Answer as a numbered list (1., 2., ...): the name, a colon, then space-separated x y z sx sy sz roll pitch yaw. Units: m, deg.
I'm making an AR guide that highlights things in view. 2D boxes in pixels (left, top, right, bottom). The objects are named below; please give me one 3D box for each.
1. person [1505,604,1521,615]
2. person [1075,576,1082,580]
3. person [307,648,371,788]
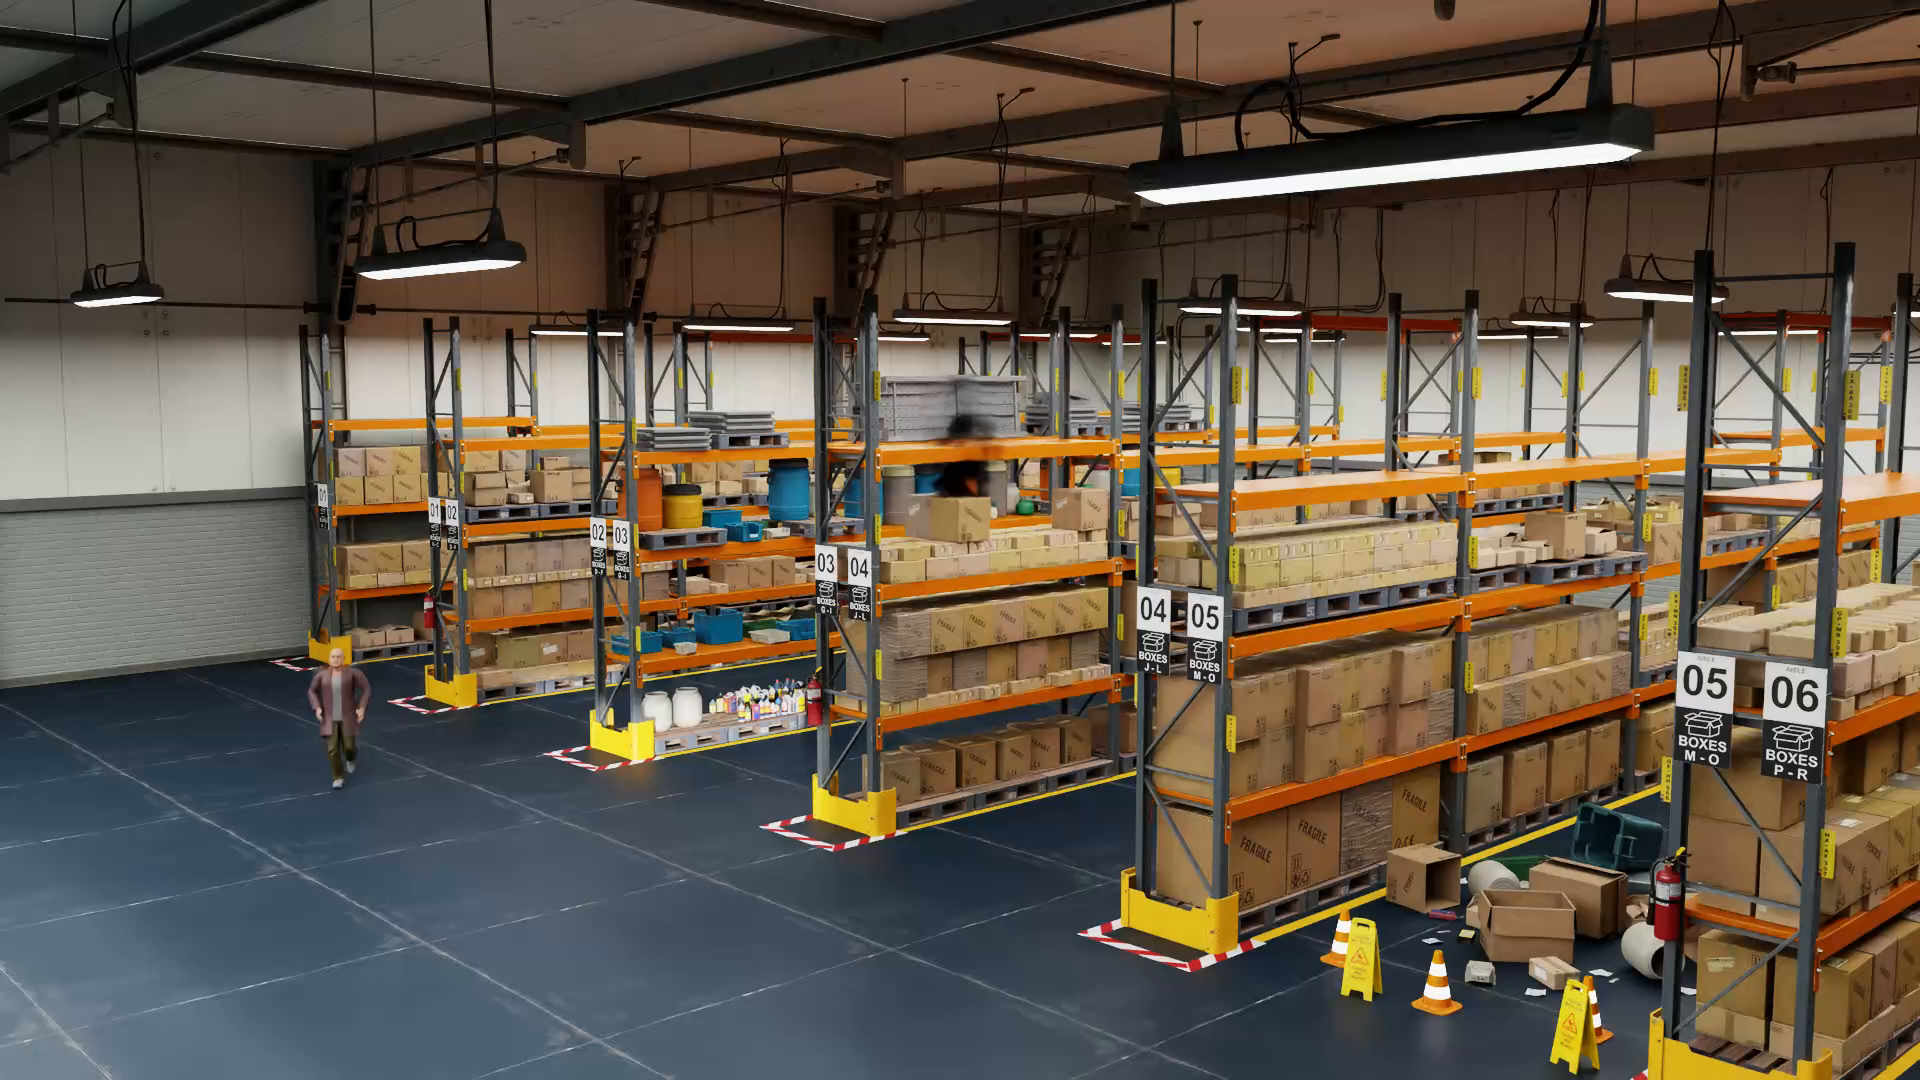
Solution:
1. person: 8.308 1.786 25.233 0.542 1.726 0.702 5 7 39
2. person: 2.563 0.957 33.072 0.654 1.778 0.836 4 7 32
3. person: -7.761 2.201 20.811 0.756 1.729 0.686 -1 6 -14
